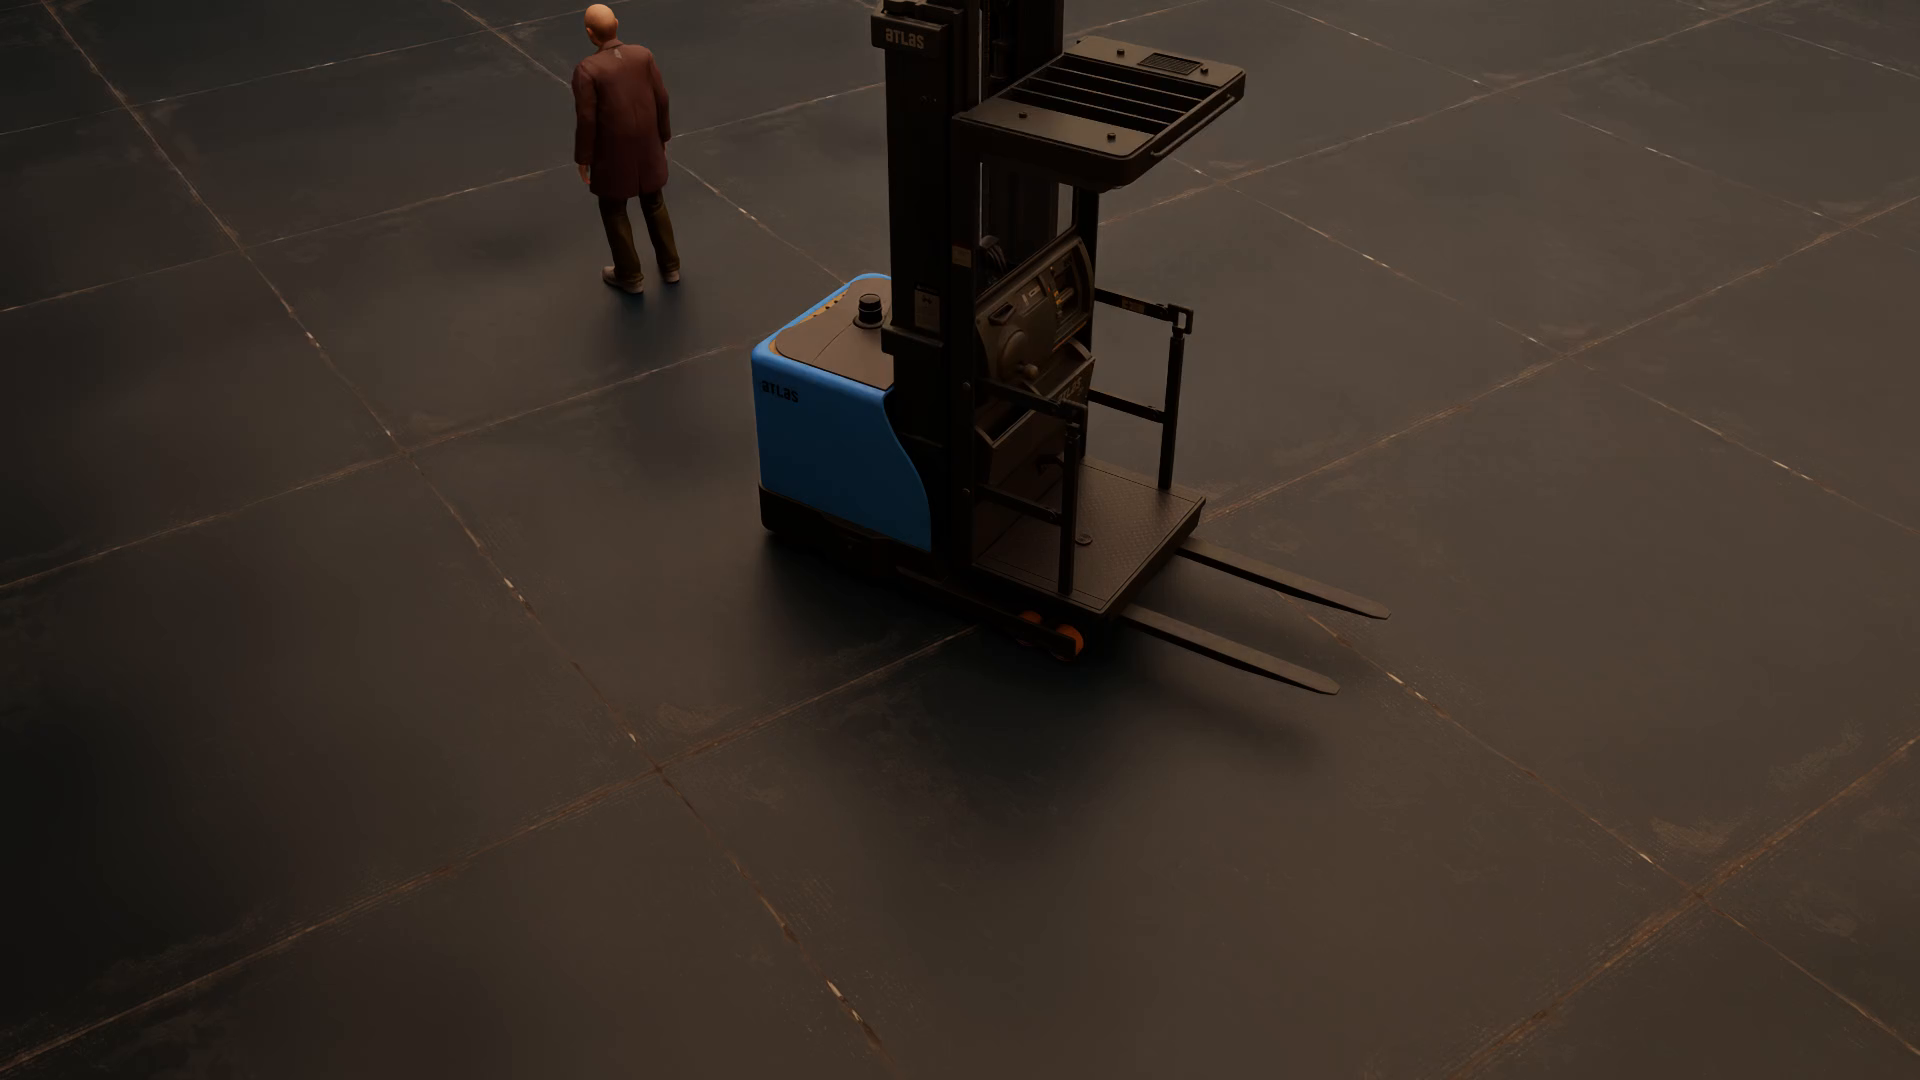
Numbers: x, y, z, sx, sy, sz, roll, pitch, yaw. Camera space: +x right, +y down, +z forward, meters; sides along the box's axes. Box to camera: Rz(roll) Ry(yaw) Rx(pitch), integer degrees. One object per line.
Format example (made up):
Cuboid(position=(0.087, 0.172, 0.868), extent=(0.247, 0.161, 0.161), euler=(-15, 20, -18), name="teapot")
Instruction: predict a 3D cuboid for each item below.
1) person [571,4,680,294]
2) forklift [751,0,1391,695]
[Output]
Cuboid(position=(-2.048, -2.368, 10.121), extent=(0.652, 1.773, 0.433), euler=(-25, 43, -30), name="person")
Cuboid(position=(0.514, -0.985, 7.276), extent=(3.031, 2.935, 1.130), euler=(21, 41, 26), name="forklift")
